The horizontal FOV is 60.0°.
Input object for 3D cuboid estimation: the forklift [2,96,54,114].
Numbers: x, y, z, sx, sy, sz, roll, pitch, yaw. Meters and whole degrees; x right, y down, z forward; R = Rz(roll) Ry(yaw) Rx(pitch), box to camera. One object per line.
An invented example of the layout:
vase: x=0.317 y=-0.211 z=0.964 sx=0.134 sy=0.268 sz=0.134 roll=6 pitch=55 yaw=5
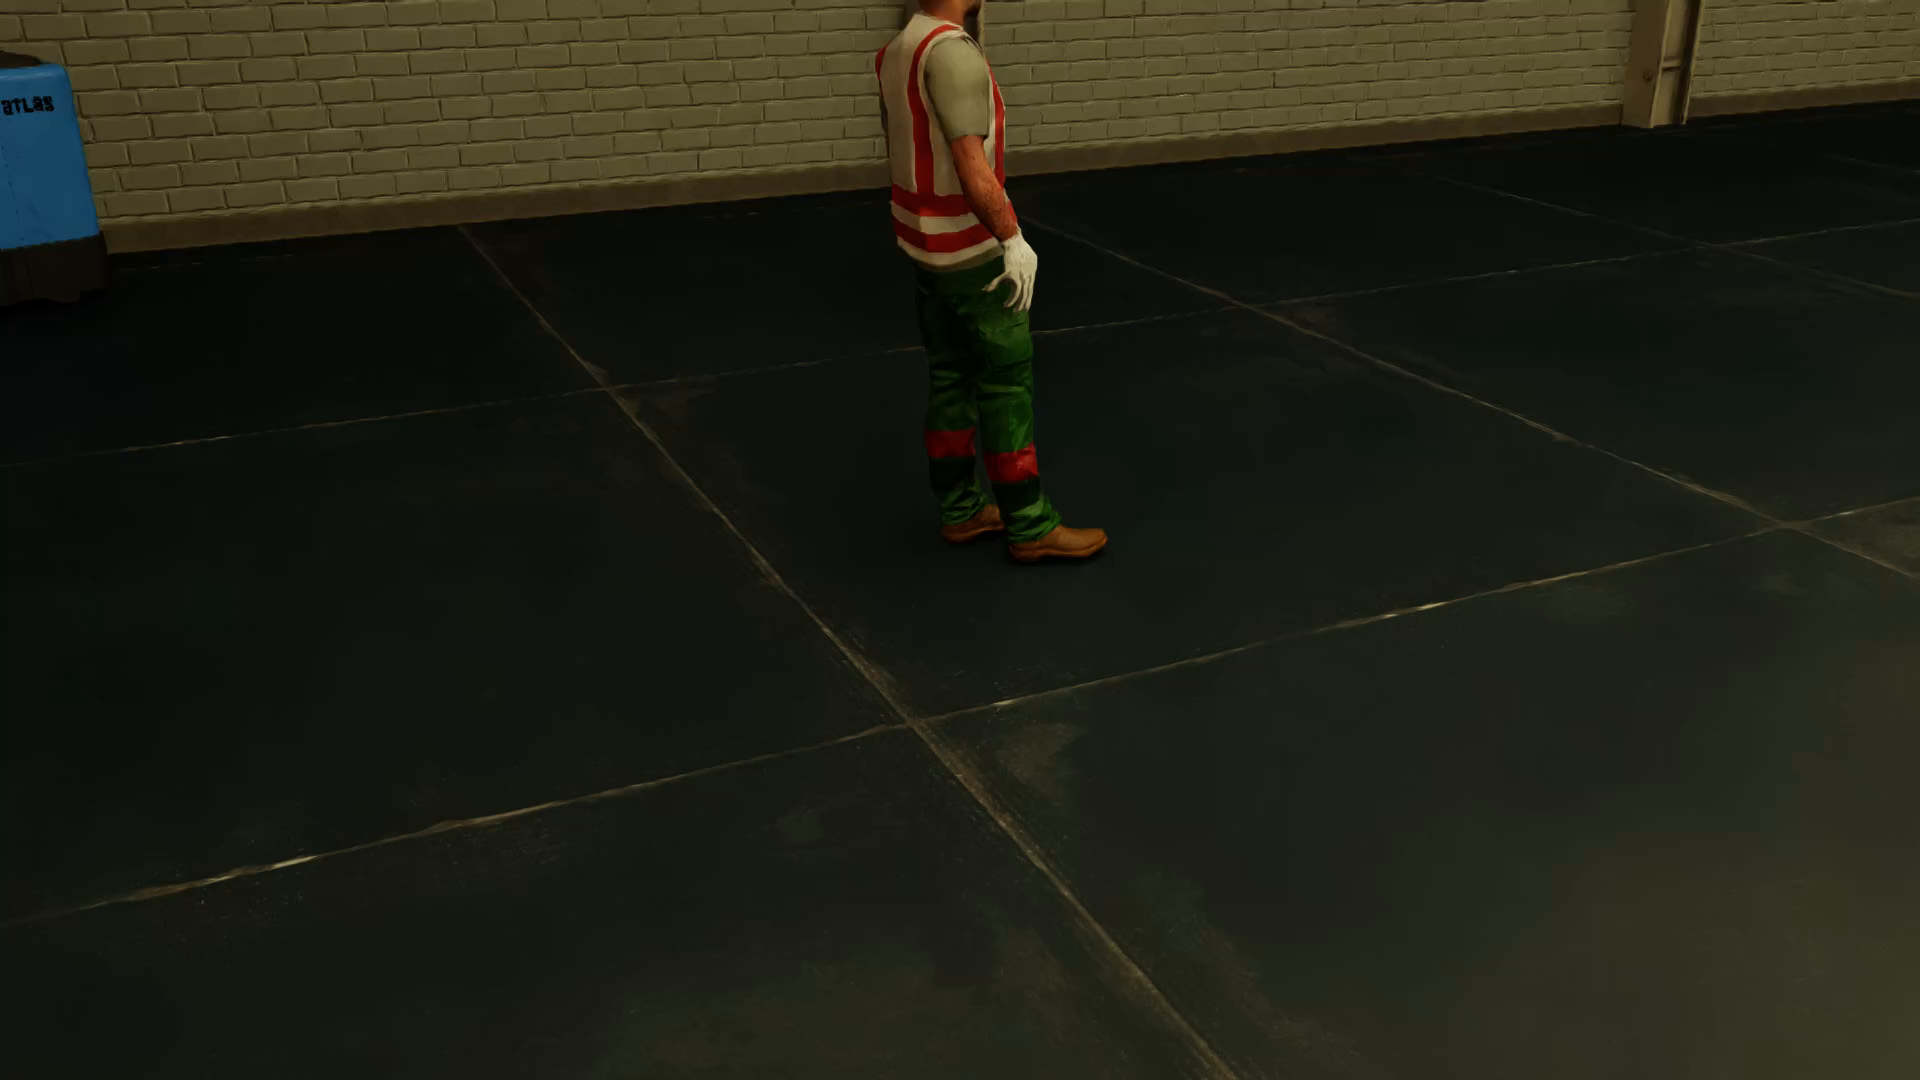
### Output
forklift: x=-5.376 y=-2.212 z=6.612 sx=1.121 sy=2.935 sz=3.031 roll=21 pitch=30 yaw=41

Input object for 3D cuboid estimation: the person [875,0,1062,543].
person: x=0.014 y=-0.832 z=4.755 sx=0.422 sy=1.688 sz=0.637 roll=-10 pitch=25 yaw=-23
